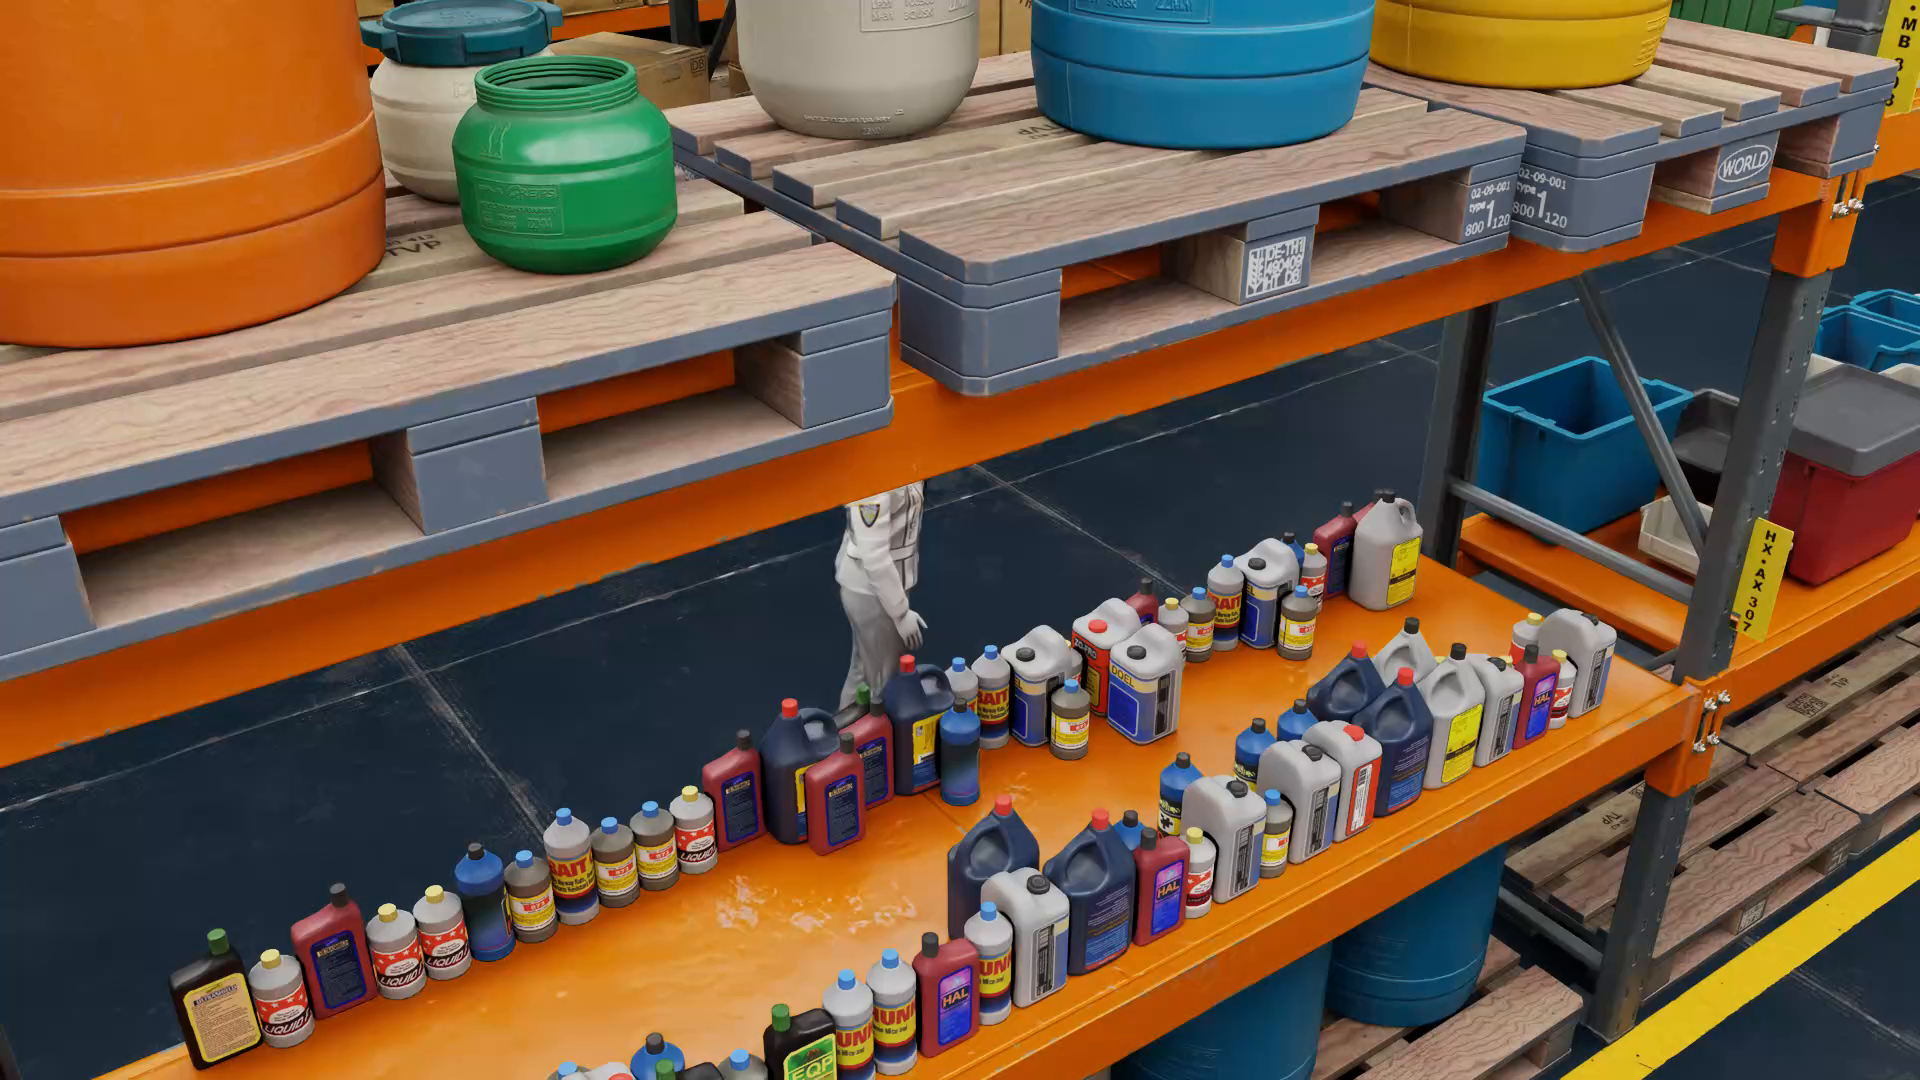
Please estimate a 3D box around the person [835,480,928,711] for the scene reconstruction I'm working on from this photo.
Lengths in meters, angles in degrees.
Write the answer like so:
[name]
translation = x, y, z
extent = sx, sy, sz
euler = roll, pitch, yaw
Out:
[person]
translation = -0.328, 0.186, 5.744
extent = 0.435, 1.661, 0.645
euler = 0, 29, 0
